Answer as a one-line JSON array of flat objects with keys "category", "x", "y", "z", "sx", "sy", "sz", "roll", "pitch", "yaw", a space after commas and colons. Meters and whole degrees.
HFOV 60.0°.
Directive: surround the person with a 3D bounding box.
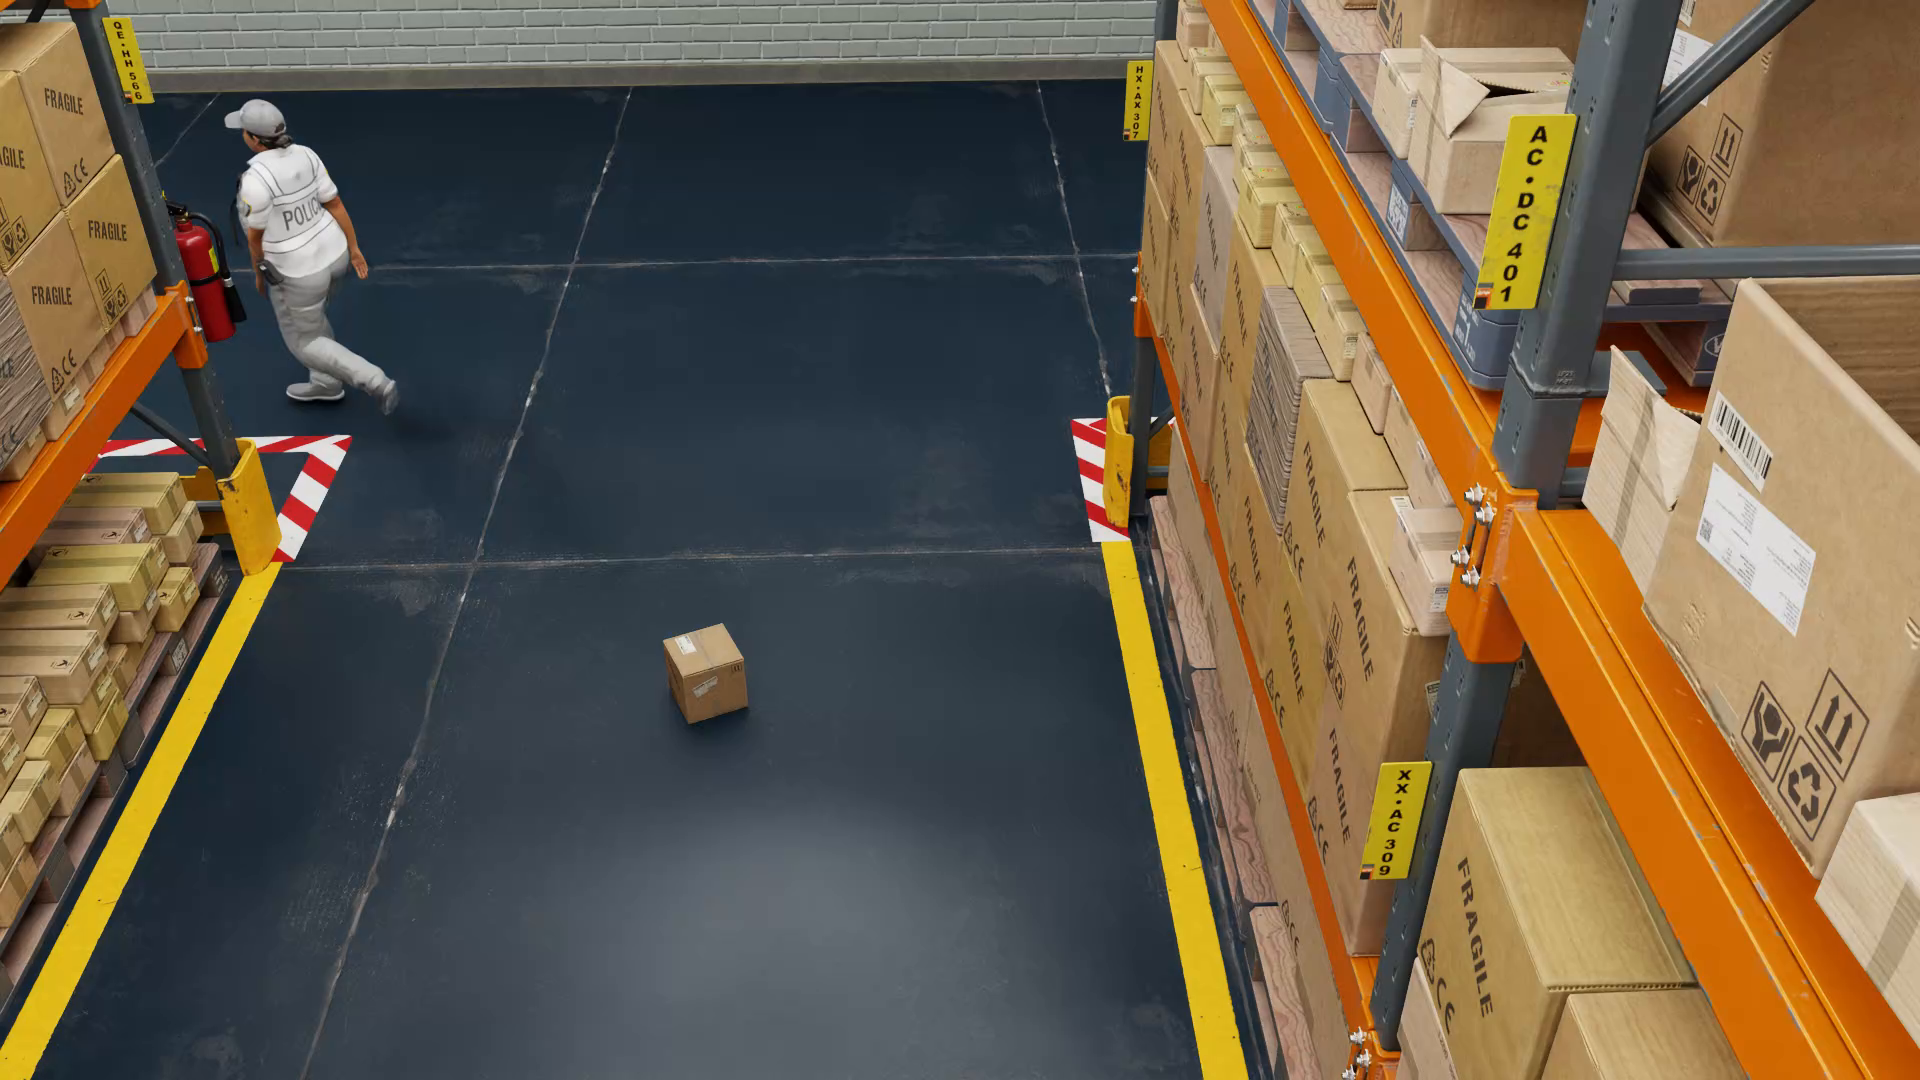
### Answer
[{"category": "person", "x": -3.137, "y": -1.331, "z": 8.003, "sx": 0.722, "sy": 1.631, "sz": 0.494, "roll": 10, "pitch": 37, "yaw": 13}]
